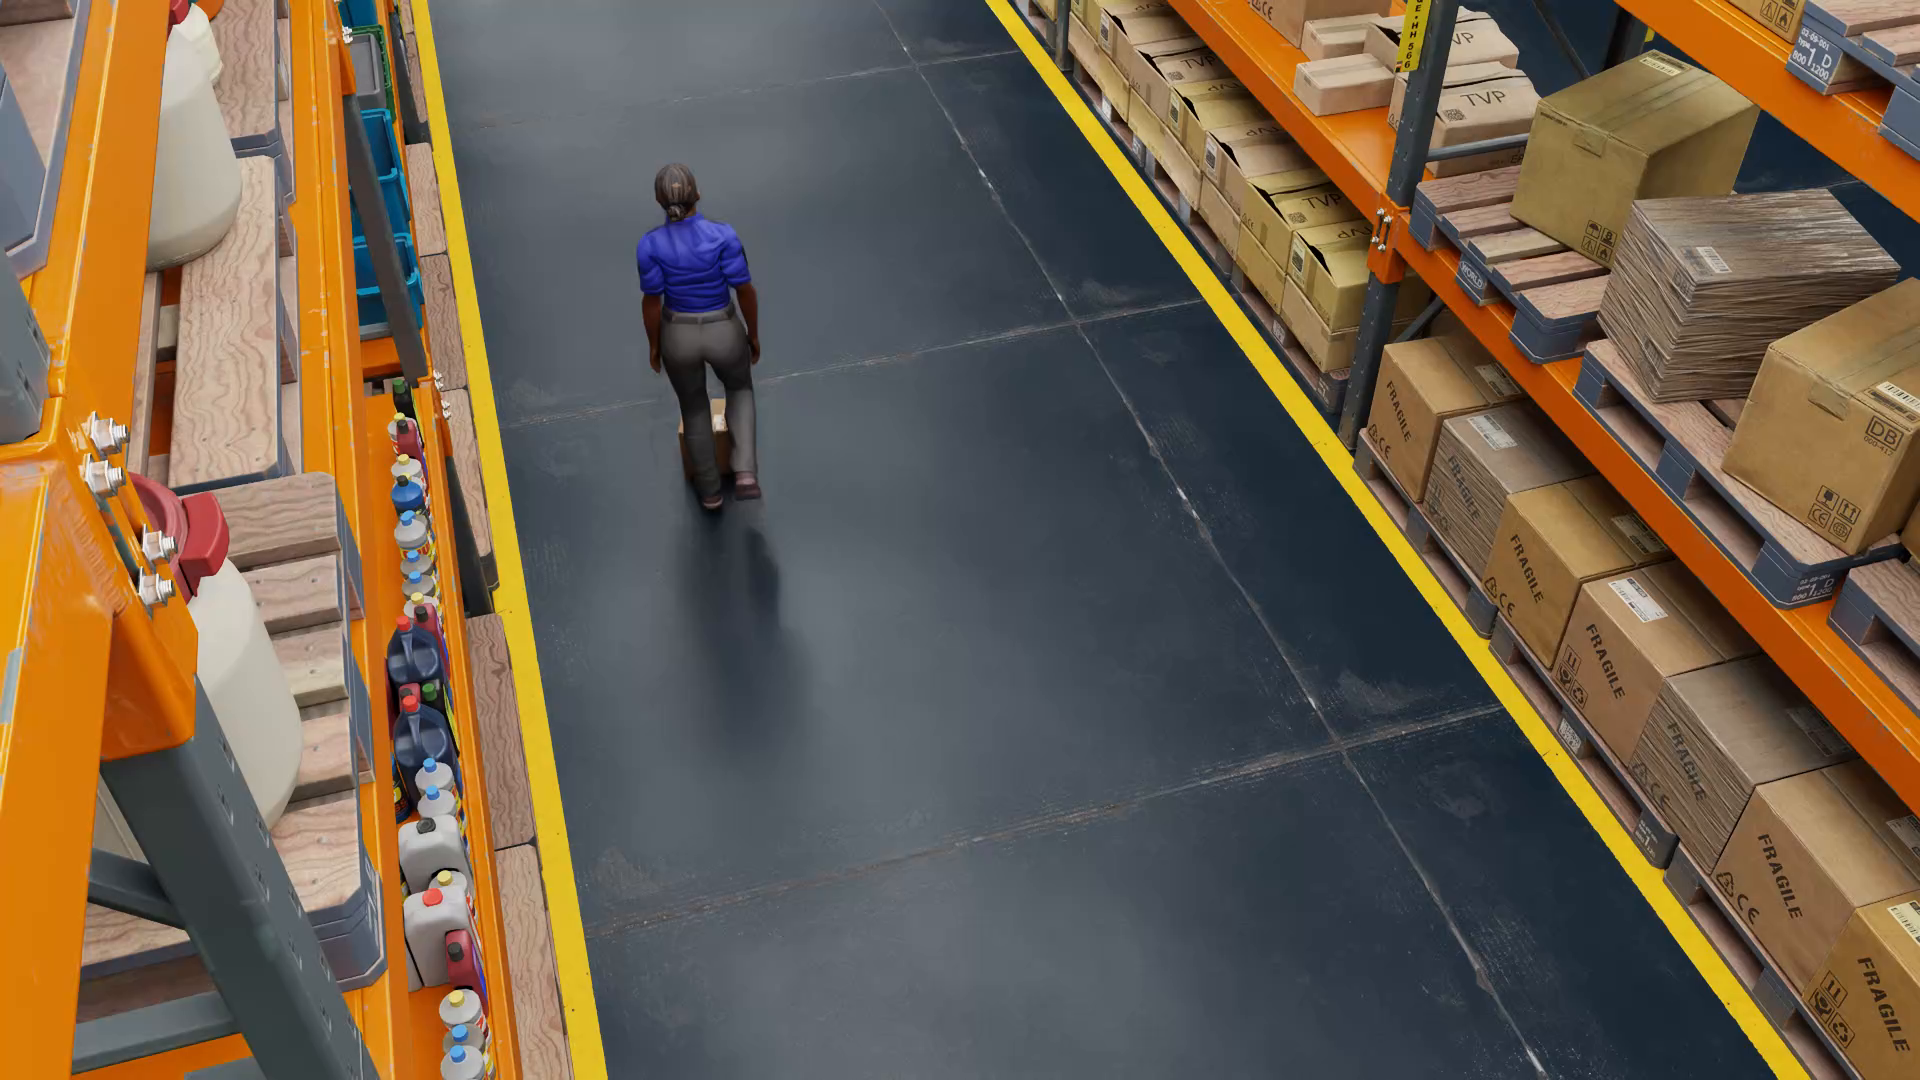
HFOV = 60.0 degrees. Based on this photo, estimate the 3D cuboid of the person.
[{"bbox_3d":[-1.078,-0.806,7.025,0.480,1.645,0.488,-7,43,-7],"label":"person"}]
